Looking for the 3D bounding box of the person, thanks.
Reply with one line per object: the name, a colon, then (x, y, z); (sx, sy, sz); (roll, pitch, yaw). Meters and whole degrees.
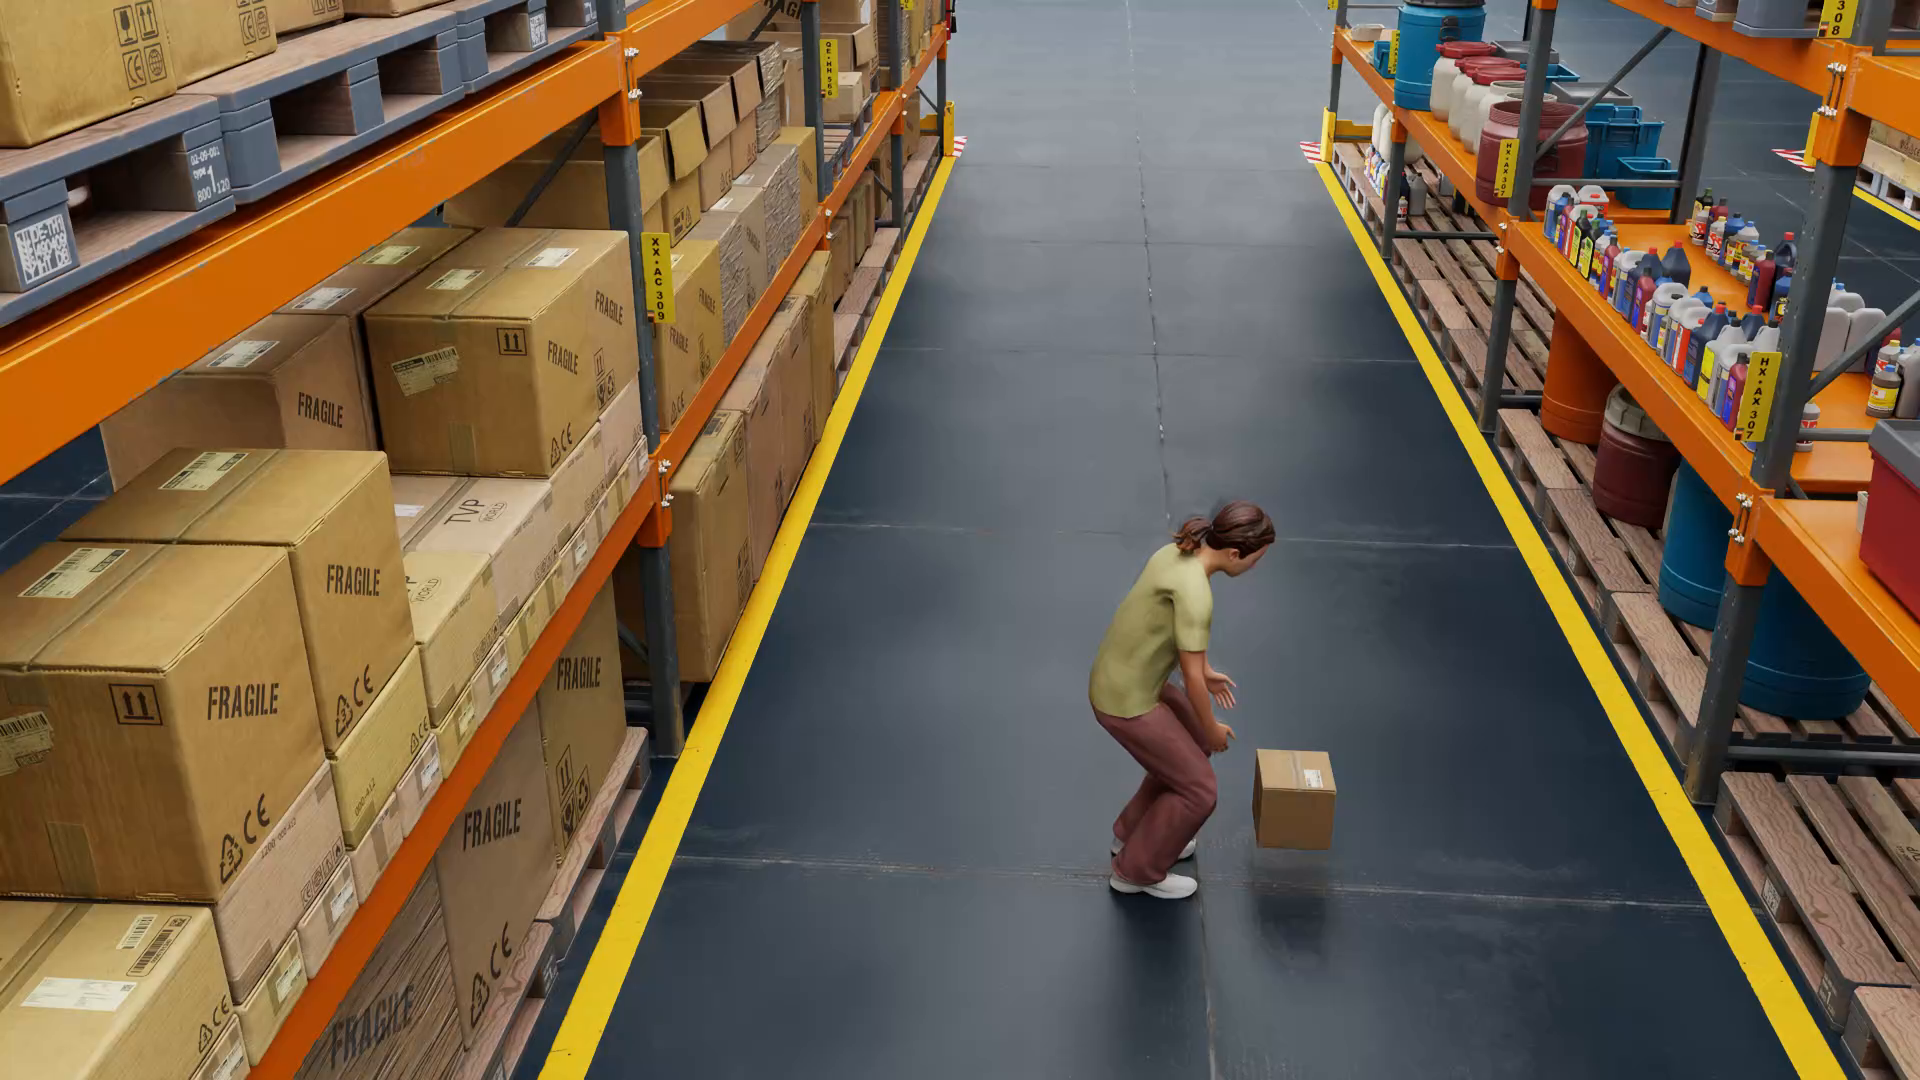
person: (0.739, 0.530, 5.737); (0.595, 1.444, 0.507); (2, 25, 4)
